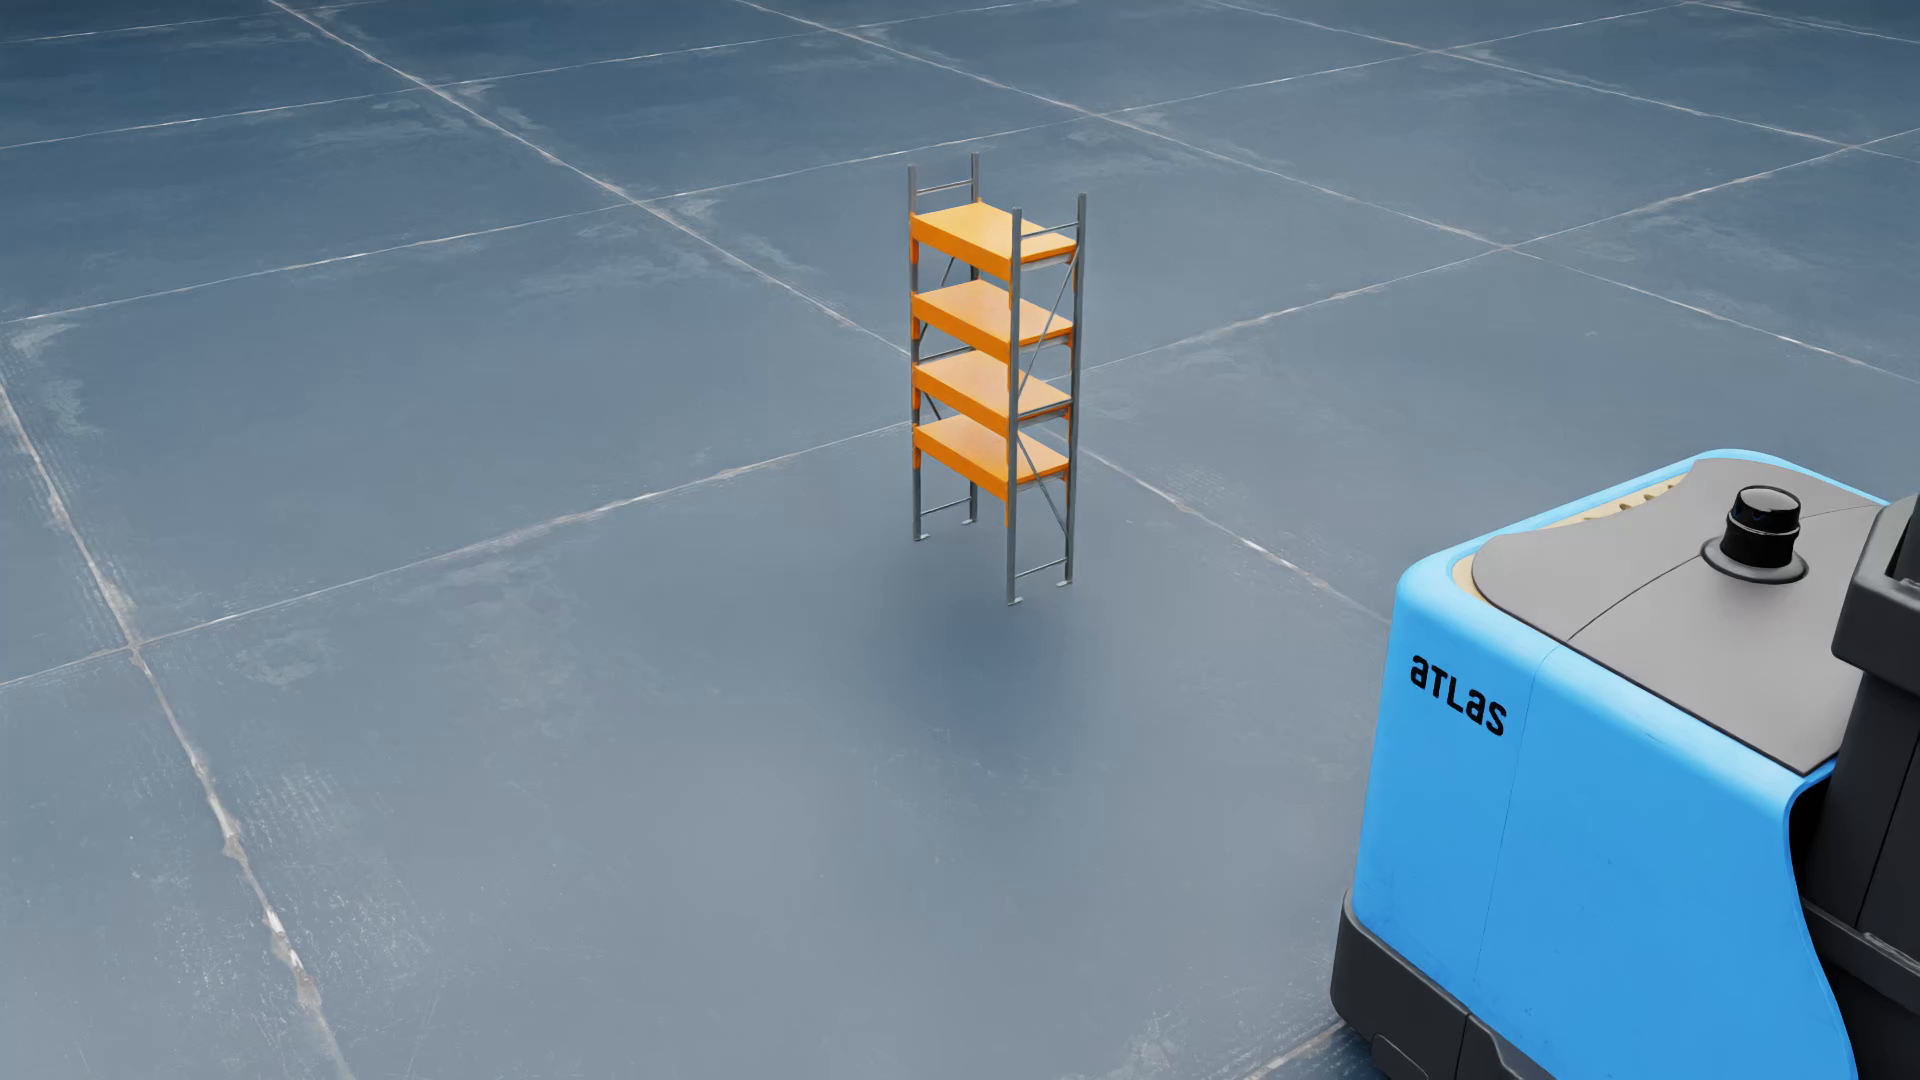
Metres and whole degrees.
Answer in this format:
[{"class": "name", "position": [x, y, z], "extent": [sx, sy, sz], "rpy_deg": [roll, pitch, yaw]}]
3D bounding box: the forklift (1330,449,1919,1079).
[{"class": "forklift", "position": [1.977, 0.165, 1.875], "extent": [1.130, 2.935, 3.031], "rpy_deg": [-17, 33, -29]}]

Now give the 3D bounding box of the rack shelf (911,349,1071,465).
[{"class": "rack shelf", "position": [0.096, -0.404, 4.877], "extent": [0.258, 0.148, 0.480], "rpy_deg": [-19, 34, -31]}]

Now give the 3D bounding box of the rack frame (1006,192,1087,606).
[{"class": "rack frame", "position": [0.238, -0.368, 4.670], "extent": [0.240, 1.200, 0.015], "rpy_deg": [-19, 34, -31]}]

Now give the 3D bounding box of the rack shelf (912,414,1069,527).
[{"class": "rack shelf", "position": [0.096, -0.229, 4.972], "extent": [0.258, 0.148, 0.480], "rpy_deg": [-19, 34, -31]}]

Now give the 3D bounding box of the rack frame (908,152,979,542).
[{"class": "rack frame", "position": [-0.046, -0.558, 5.020], "extent": [0.240, 1.200, 0.015], "rpy_deg": [-19, 34, -31]}]

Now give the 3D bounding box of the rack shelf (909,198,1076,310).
[{"class": "rack shelf", "position": [0.096, -0.808, 4.658], "extent": [0.258, 0.148, 0.480], "rpy_deg": [-19, 34, -31]}]

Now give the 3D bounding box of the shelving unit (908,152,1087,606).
[{"class": "shelving unit", "position": [0.096, -0.463, 4.845], "extent": [0.258, 1.200, 0.503], "rpy_deg": [-19, 34, -31]}]

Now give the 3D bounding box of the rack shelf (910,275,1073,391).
[{"class": "rack shelf", "position": [0.096, -0.600, 4.771], "extent": [0.258, 0.148, 0.480], "rpy_deg": [-19, 34, -31]}]
